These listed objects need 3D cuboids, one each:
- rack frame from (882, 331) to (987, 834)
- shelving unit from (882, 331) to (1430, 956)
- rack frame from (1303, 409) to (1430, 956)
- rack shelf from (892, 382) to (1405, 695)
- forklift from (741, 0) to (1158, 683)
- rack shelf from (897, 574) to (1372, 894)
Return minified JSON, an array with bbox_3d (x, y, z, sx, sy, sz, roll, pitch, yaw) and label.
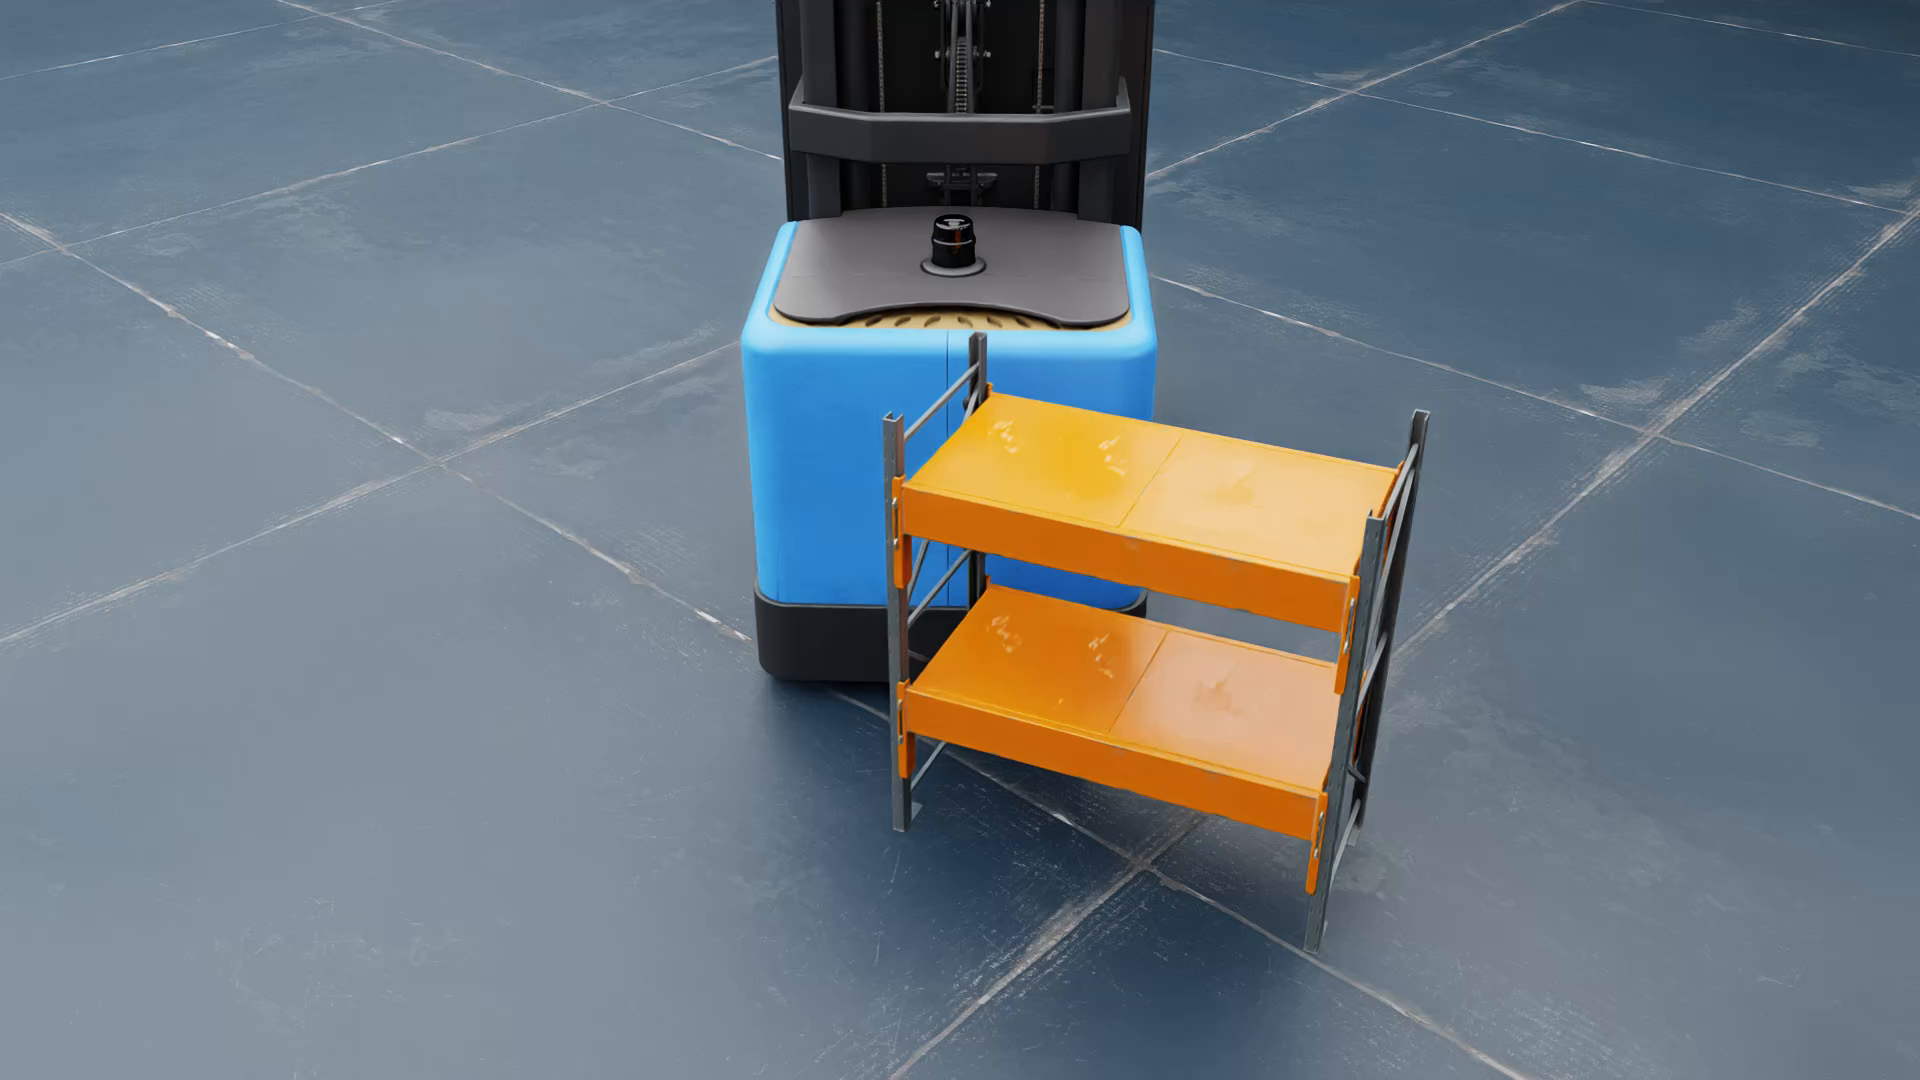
[{"bbox_3d":[-0.050,0.114,3.970,0.032,1.125,0.500,13,33,20],"label":"rack frame"},{"bbox_3d":[0.416,0.219,3.795,1.048,1.125,0.538,13,33,20],"label":"shelving unit"},{"bbox_3d":[0.881,0.325,3.620,0.032,1.125,0.500,13,33,20],"label":"rack frame"},{"bbox_3d":[0.416,-0.031,3.644,1.000,0.278,0.538,13,33,20],"label":"rack shelf"},{"bbox_3d":[0.023,-1.589,5.047,1.130,2.935,3.031,1,31,2],"label":"forklift"},{"bbox_3d":[0.416,0.429,3.921,1.000,0.278,0.538,13,33,20],"label":"rack shelf"}]
